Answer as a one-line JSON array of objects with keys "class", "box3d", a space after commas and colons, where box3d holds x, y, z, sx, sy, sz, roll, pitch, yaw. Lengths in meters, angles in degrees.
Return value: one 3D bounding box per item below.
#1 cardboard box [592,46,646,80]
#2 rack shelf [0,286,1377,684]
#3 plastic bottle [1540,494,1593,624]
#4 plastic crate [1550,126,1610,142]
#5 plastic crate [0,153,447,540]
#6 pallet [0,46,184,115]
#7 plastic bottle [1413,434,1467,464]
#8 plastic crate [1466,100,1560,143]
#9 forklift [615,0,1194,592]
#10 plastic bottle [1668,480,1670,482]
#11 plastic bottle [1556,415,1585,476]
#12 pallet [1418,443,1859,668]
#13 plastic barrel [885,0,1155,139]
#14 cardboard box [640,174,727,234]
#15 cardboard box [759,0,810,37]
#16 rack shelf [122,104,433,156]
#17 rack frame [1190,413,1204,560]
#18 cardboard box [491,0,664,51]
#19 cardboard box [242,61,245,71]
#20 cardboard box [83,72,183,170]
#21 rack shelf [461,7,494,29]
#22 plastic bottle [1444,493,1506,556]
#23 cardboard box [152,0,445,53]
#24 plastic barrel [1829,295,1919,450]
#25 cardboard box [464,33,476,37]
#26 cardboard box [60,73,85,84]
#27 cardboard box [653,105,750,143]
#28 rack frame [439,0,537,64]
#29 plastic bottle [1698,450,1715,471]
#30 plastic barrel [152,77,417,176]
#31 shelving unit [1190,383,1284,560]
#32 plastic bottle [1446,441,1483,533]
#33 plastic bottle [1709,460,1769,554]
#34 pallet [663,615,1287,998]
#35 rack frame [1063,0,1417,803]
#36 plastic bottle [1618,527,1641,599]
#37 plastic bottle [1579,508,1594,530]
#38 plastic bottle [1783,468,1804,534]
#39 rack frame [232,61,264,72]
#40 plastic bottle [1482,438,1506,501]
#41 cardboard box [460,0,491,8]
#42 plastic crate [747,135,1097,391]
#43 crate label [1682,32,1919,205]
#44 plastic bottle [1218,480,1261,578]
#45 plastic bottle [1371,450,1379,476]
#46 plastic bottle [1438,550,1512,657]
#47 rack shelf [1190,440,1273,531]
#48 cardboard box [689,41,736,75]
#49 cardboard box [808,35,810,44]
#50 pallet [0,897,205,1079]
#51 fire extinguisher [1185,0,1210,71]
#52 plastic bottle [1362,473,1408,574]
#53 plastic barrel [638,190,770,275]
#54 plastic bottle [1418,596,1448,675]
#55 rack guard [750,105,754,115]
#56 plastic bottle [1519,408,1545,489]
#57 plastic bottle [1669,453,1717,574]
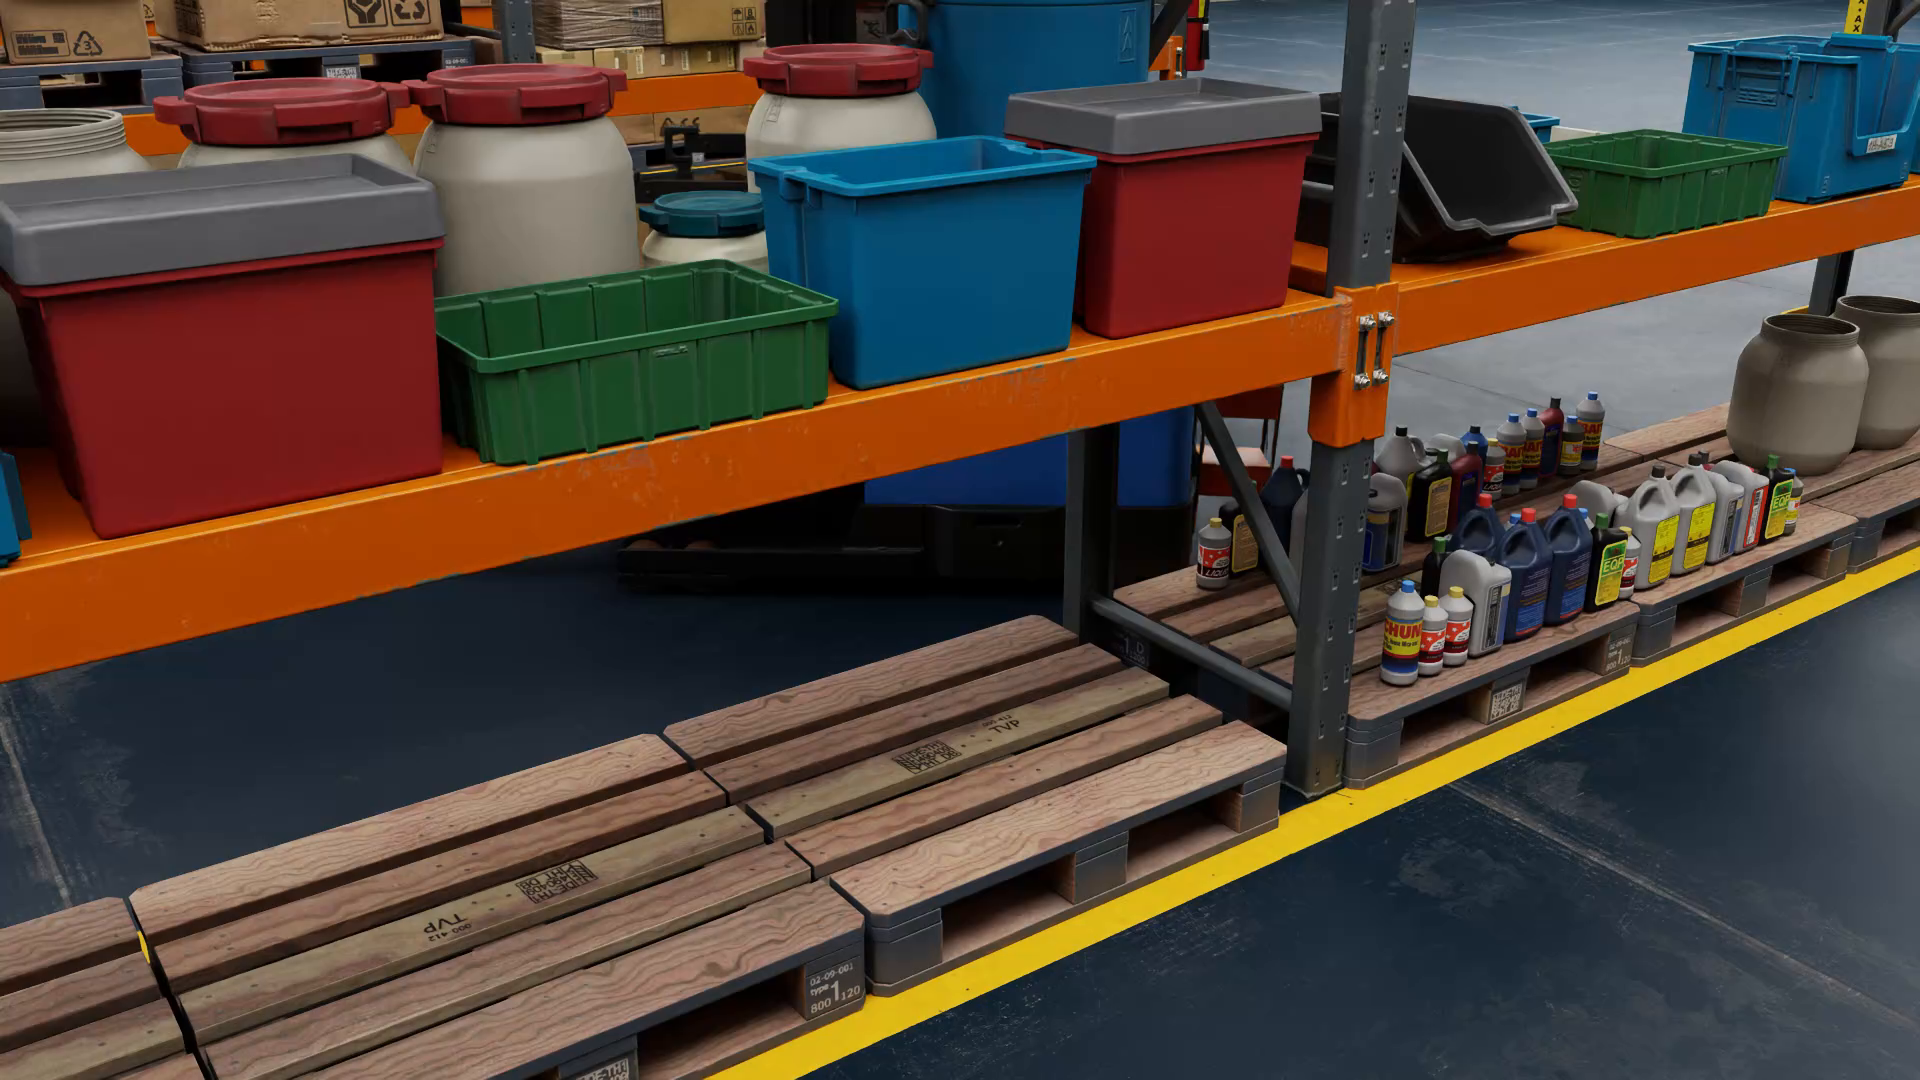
[{"class": "cardboard box", "box3d": [-1.688, -2.269, 7.875, 0.250, 0.149, 0.380, -15, 26, -33]}, {"class": "rack shelf", "box3d": [-0.980, -0.123, 3.128, 4.000, 0.370, 1.077, -15, 26, -33]}, {"class": "plastic bottle", "box3d": [1.694, 0.045, 4.716, 0.185, 0.351, 0.144, -16, 27, -35]}, {"class": "plastic crate", "box3d": [1.814, -1.195, 5.200, 0.437, 0.136, 0.530, -15, 26, -33]}, {"class": "plastic crate", "box3d": [-1.113, -0.311, 2.543, 0.583, 0.464, 0.402, -15, 26, -33]}, {"class": "pallet", "box3d": [-3.913, -1.866, 6.784, 1.213, 0.211, 1.003, -15, 26, -33]}, {"class": "plastic bottle", "box3d": [1.550, -0.201, 5.433, 0.135, 0.276, 0.152, -14, 26, -32]}, {"class": "plastic crate", "box3d": [1.383, -1.142, 4.912, 0.616, 0.251, 0.499, -15, 26, -33]}, {"class": "forklift", "box3d": [-0.742, -1.384, 5.411, 3.031, 2.935, 1.130, 1, 22, 2]}, {"class": "plastic bottle", "box3d": [2.235, -0.088, 5.252, 0.097, 0.201, 0.097, 0, 22, 0]}, {"class": "plastic bottle", "box3d": [2.153, -0.339, 5.881, 0.097, 0.201, 0.097, 0, 22, 0]}, {"class": "pallet", "box3d": [2.204, 0.007, 5.594, 1.213, 0.211, 1.003, -15, 26, -33]}, {"class": "plastic barrel", "box3d": [0.153, -1.130, 4.005, 0.708, 0.901, 0.600, -15, 26, -33]}, {"class": "cardboard box", "box3d": [-1.441, -1.615, 8.702, 0.500, 0.500, 0.500, -7, 23, -16]}, {"class": "cardboard box", "box3d": [-1.074, -2.879, 8.529, 0.500, 0.500, 0.875, -15, 26, -33]}, {"class": "rack shelf", "box3d": [-3.873, -1.613, 6.862, 4.000, 0.370, 1.077, -15, 26, -33]}, {"class": "rack frame", "box3d": [0.812, -0.456, 5.590, 0.008, 1.050, 0.200, 3, 22, -1]}, {"class": "cardboard box", "box3d": [-1.848, -2.643, 7.937, 0.500, 0.500, 0.875, -15, 26, -33]}, {"class": "cardboard box", "box3d": [-6.972, -4.793, 15.993, 0.500, 0.500, 0.500, -14, 26, -31]}, {"class": "cardboard box", "box3d": [-5.515, -2.883, 11.542, 0.750, 0.750, 1.050, -15, 26, -33]}, {"class": "rack shelf", "box3d": [-3.440, -3.993, 12.826, 4.000, 0.370, 1.077, -15, 26, -33]}, {"class": "plastic bottle", "box3d": [1.457, 0.043, 4.722, 0.185, 0.351, 0.144, -15, 26, -33]}, {"class": "cardboard box", "box3d": [-2.976, -2.724, 7.299, 1.000, 1.000, 1.000, -15, 26, -33]}, {"class": "plastic barrel", "box3d": [3.401, -0.630, 6.217, 0.421, 0.512, 0.421, 0, 22, 0]}, {"class": "cardboard box", "box3d": [-3.783, -3.414, 12.704, 0.875, 0.875, 0.875, -15, 26, -32]}, {"class": "cardboard box", "box3d": [-8.461, -4.222, 15.408, 0.625, 0.372, 0.950, -15, 26, -32]}, {"class": "cardboard box", "box3d": [-2.329, -3.801, 13.676, 0.875, 0.875, 0.875, -15, 26, -33]}, {"class": "rack frame", "box3d": [-2.249, -2.380, 7.813, 0.127, 3.000, 1.000, -15, 26, -33]}, {"class": "plastic bottle", "box3d": [2.372, -0.155, 5.308, 0.133, 0.283, 0.061, -15, 26, -33]}, {"class": "plastic barrel", "box3d": [-1.208, -0.559, 3.068, 0.433, 0.535, 0.433, 0, 22, 0]}, {"class": "shelving unit", "box3d": [0.934, -0.451, 5.593, 0.252, 1.050, 0.215, 3, 22, -1]}, {"class": "plastic bottle", "box3d": [1.613, -0.172, 5.352, 0.133, 0.283, 0.061, -15, 26, -33]}, {"class": "plastic bottle", "box3d": [2.435, -0.119, 5.229, 0.135, 0.276, 0.152, -15, 26, -32]}, {"class": "pallet", "box3d": [0.029, 0.587, 4.141, 1.213, 0.211, 1.003, -15, 26, -33]}, {"class": "rack frame", "box3d": [0.644, -0.890, 4.079, 0.127, 3.000, 1.000, -15, 26, -33]}, {"class": "plastic bottle", "box3d": [1.938, 0.061, 4.879, 0.097, 0.201, 0.097, 0, 22, 0]}, {"class": "plastic bottle", "box3d": [1.792, 0.039, 4.839, 0.097, 0.271, 0.097, 0, 22, 0]}, {"class": "plastic bottle", "box3d": [2.656, -0.131, 5.359, 0.097, 0.201, 0.097, 0, 22, 0]}, {"class": "rack frame", "box3d": [-5.064, -3.894, 11.608, 0.127, 3.000, 1.000, -15, 26, -33]}, {"class": "plastic bottle", "box3d": [1.797, -0.244, 5.643, 0.097, 0.201, 0.097, 0, 22, 0]}, {"class": "cardboard box", "box3d": [-3.831, -4.254, 12.308, 0.550, 0.550, 0.875, -15, 26, -33]}, {"class": "plastic crate", "box3d": [-0.070, -0.550, 3.249, 0.575, 0.384, 0.392, -15, 26, -33]}, {"class": "crate label", "box3d": [2.554, -1.292, 5.040, 0.616, 0.435, 0.502, -15, 26, -33]}, {"class": "plastic bottle", "box3d": [0.841, -0.036, 5.011, 0.133, 0.283, 0.061, -13, 25, -30]}, {"class": "plastic bottle", "box3d": [1.262, -0.148, 5.291, 0.133, 0.283, 0.061, -13, 25, -29]}, {"class": "plastic bottle", "box3d": [1.405, 0.156, 4.541, 0.135, 0.276, 0.152, -14, 26, -31]}, {"class": "rack shelf", "box3d": [0.919, -0.183, 5.700, 0.240, 0.259, 0.215, 3, 22, -1]}, {"class": "cardboard box", "box3d": [-1.304, -2.389, 8.175, 0.250, 0.149, 0.380, -15, 26, -33]}, {"class": "cardboard box", "box3d": [-0.899, -2.497, 8.446, 0.250, 0.149, 0.380, -15, 26, -33]}, {"class": "pallet", "box3d": [-1.952, 1.115, 2.817, 1.213, 0.211, 1.003, -15, 26, -33]}, {"class": "fire extinguisher", "box3d": [1.360, -3.096, 9.712, 0.183, 0.674, 0.296, -15, 26, -33]}, {"class": "plastic bottle", "box3d": [1.261, -0.058, 5.075, 0.135, 0.276, 0.152, -15, 26, -33]}, {"class": "plastic barrel", "box3d": [-0.520, -0.585, 3.502, 0.301, 0.262, 0.301, 0, 22, 0]}, {"class": "plastic bottle", "box3d": [1.241, 0.246, 4.414, 0.097, 0.201, 0.097, 0, 22, 0]}, {"class": "rack guard", "box3d": [-1.797, -3.604, 14.254, 0.348, 0.500, 1.175, -15, 26, -33]}, {"class": "plastic bottle", "box3d": [1.959, -0.320, 5.738, 0.097, 0.271, 0.097, 0, 22, 0]}, {"class": "plastic bottle", "box3d": [2.190, -0.087, 5.047, 0.185, 0.351, 0.144, -14, 26, -31]}]
